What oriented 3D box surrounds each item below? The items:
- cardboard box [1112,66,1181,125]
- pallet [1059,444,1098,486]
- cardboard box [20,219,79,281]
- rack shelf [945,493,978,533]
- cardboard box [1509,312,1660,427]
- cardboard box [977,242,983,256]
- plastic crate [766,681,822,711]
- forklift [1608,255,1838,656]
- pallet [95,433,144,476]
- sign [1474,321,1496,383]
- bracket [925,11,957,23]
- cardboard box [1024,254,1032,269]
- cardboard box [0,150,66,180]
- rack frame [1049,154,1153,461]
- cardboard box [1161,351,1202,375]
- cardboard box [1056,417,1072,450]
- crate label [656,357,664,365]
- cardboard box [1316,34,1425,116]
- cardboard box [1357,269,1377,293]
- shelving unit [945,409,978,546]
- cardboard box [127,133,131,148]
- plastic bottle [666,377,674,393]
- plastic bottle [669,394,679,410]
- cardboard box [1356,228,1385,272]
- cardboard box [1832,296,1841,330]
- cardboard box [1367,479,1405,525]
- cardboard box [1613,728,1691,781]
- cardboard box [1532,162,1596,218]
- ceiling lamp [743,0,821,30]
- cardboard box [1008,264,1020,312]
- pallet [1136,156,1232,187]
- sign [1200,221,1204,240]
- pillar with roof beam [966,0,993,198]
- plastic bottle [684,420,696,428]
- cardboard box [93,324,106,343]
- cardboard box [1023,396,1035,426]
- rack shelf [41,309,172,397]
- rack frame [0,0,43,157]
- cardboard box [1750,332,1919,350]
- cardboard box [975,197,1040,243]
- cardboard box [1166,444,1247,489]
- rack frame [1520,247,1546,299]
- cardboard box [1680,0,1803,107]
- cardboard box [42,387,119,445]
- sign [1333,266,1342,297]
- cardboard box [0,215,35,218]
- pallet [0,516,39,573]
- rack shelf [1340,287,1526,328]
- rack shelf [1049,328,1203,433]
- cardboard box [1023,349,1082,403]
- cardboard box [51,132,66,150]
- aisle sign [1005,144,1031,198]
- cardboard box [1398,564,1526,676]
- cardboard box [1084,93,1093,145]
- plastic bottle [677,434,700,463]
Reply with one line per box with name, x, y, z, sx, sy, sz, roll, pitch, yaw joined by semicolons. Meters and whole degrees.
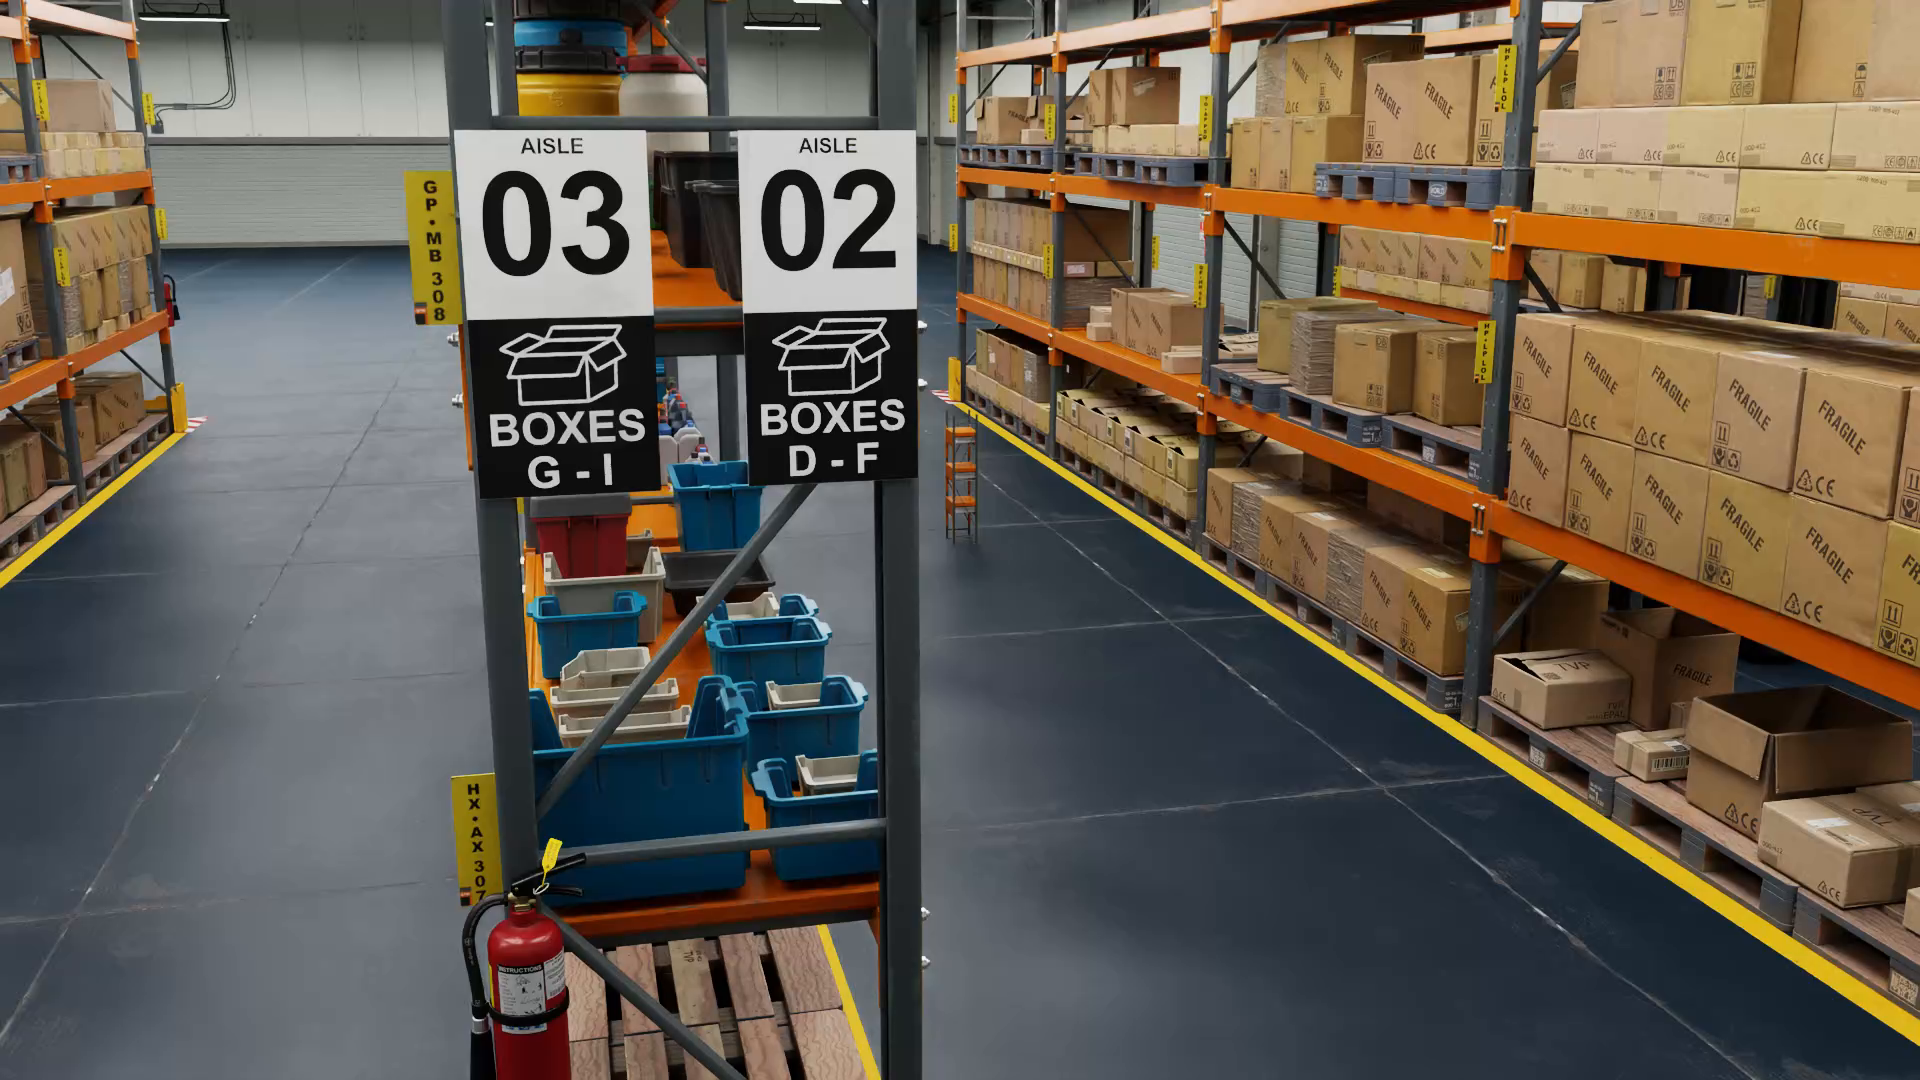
cardboard box;1.664;-3.974;14.905;0.500;0.500;0.500;-2;14;-8
pallet;1.613;-0.774;16.150;1.003;0.211;1.213;-3;14;-13
cardboard box;-8.087;-2.542;14.566;0.500;0.500;0.500;-3;14;-13
rack shelf;0.013;-0.217;13.320;0.215;0.259;0.240;-3;14;-13
cardboard box;3.118;-0.861;8.312;0.500;0.500;0.500;-3;14;-12
cardboard box;0.410;-3.419;19.526;0.380;0.149;0.250;-4;14;-15
plastic crate;-0.488;0.536;5.343;0.250;0.136;0.298;-3;14;-13
forklift;5.052;-1.014;11.401;1.130;2.935;3.031;-4;14;-14
pallet;-8.711;-0.825;16.360;1.003;0.211;1.213;-3;14;-13
sign;2.742;-0.981;8.684;0.100;0.325;0.005;-3;14;-13
bracket;-0.406;-14.256;45.236;0.076;0.066;4.783;-3;14;-13
cardboard box;0.892;-2.946;17.586;0.380;0.149;0.250;-3;14;-13
cardboard box;-8.085;-3.247;14.394;0.500;0.250;0.500;-4;14;-15
rack frame;1.402;-2.296;16.506;1.000;3.000;0.127;-3;14;-13
cardboard box;1.861;-1.444;13.545;0.380;0.149;0.250;-3;14;-13
cardboard box;1.256;-1.058;16.345;0.500;0.250;0.500;-4;14;-15
crate label;-2.445;-1.360;12.598;0.502;0.435;0.616;-3;14;-13
cardboard box;2.677;-3.029;10.866;0.500;0.500;0.500;-3;14;-13
cardboard box;5.218;-3.184;20.412;0.500;0.250;0.500;-4;14;-15
shelving unit;0.013;-0.498;13.252;0.215;1.050;0.252;-3;14;-13
cardboard box;-8.681;-4.075;16.944;0.380;0.149;0.250;-4;14;-16
plastic bottle;-1.965;-0.972;11.331;0.061;0.283;0.133;-3;14;-13
plastic bottle;-1.810;-0.796;10.634;0.097;0.271;0.097;0;14;0
cardboard box;5.203;-3.556;20.354;0.500;0.500;0.500;-3;14;-13
cardboard box;7.021;-1.727;13.296;0.500;0.500;0.500;-3;14;-12
cardboard box;3.051;-0.286;11.037;0.500;0.250;0.500;-4;14;-14
cardboard box;3.382;1.020;7.975;0.380;0.166;0.250;-3;14;-13
cardboard box;3.154;-1.709;8.098;0.500;0.250;0.500;-3;14;-13
ceiling lamp;-4.678;-14.885;43.095;2.000;3.185;0.800;-3;14;-13
cardboard box;0.926;-2.802;18.366;0.700;0.500;0.500;-3;14;-11
pallet;2.095;-2.890;13.015;1.213;0.211;1.003;-3;14;-11
sign;4.300;-5.490;29.502;0.001;0.329;0.234;-3;14;-13
pillar with roof beam;-3.539;-11.594;41.921;9.100;9.000;0.548;-3;14;-13
plastic bottle;-1.569;-0.559;9.665;0.097;0.271;0.097;0;14;0
cardboard box;-8.205;-1.921;15.499;0.380;0.149;0.250;-3;14;-13
cardboard box;0.972;-1.375;17.645;0.500;0.250;0.500;-3;14;-13
rack shelf;-8.698;-1.857;16.223;1.077;0.370;4.000;-3;14;-13
rack frame;-8.228;-4.659;13.537;1.000;3.000;0.127;-3;14;-13
cardboard box;3.892;-0.648;7.444;0.500;0.500;0.500;-3;14;-13
cardboard box;0.572;-3.777;19.623;0.700;0.500;0.500;-3;14;-13
cardboard box;1.979;-0.621;13.377;0.500;0.311;0.500;-3;14;-12
rack frame;6.216;-2.573;17.639;1.000;3.000;0.127;-3;14;-13
cardboard box;3.535;-2.094;7.039;0.700;0.500;0.500;-3;14;-13
cardboard box;-8.735;-1.231;16.527;0.500;0.500;0.500;-2;14;-8
sign;2.866;-1.930;12.733;0.100;0.325;0.005;-3;14;-13
cardboard box;-8.837;-2.743;15.390;0.500;0.500;0.500;-3;14;-13
pallet;-7.754;0.071;12.691;1.003;0.211;1.213;-3;14;-13
rack shelf;5.746;-2.685;19.613;1.077;0.370;4.000;-3;14;-13
rack shelf;1.871;-1.485;14.703;1.077;0.370;4.000;-3;14;-13
cardboard box;0.974;-1.740;17.556;0.500;0.500;0.500;-3;14;-13
cardboard box;-8.177;-3.537;14.739;0.380;0.149;0.250;-3;14;-13
aisle sign;0.732;-4.513;20.103;0.394;0.787;0.004;-3;14;-13
cardboard box;2.886;0.452;9.597;0.500;0.500;0.500;-3;14;-13
cardboard box;1.540;-4.205;16.607;0.500;0.500;0.500;-2;14;-9
plastic bottle;-1.491;-0.457;9.238;0.152;0.276;0.135;-3;14;-13
